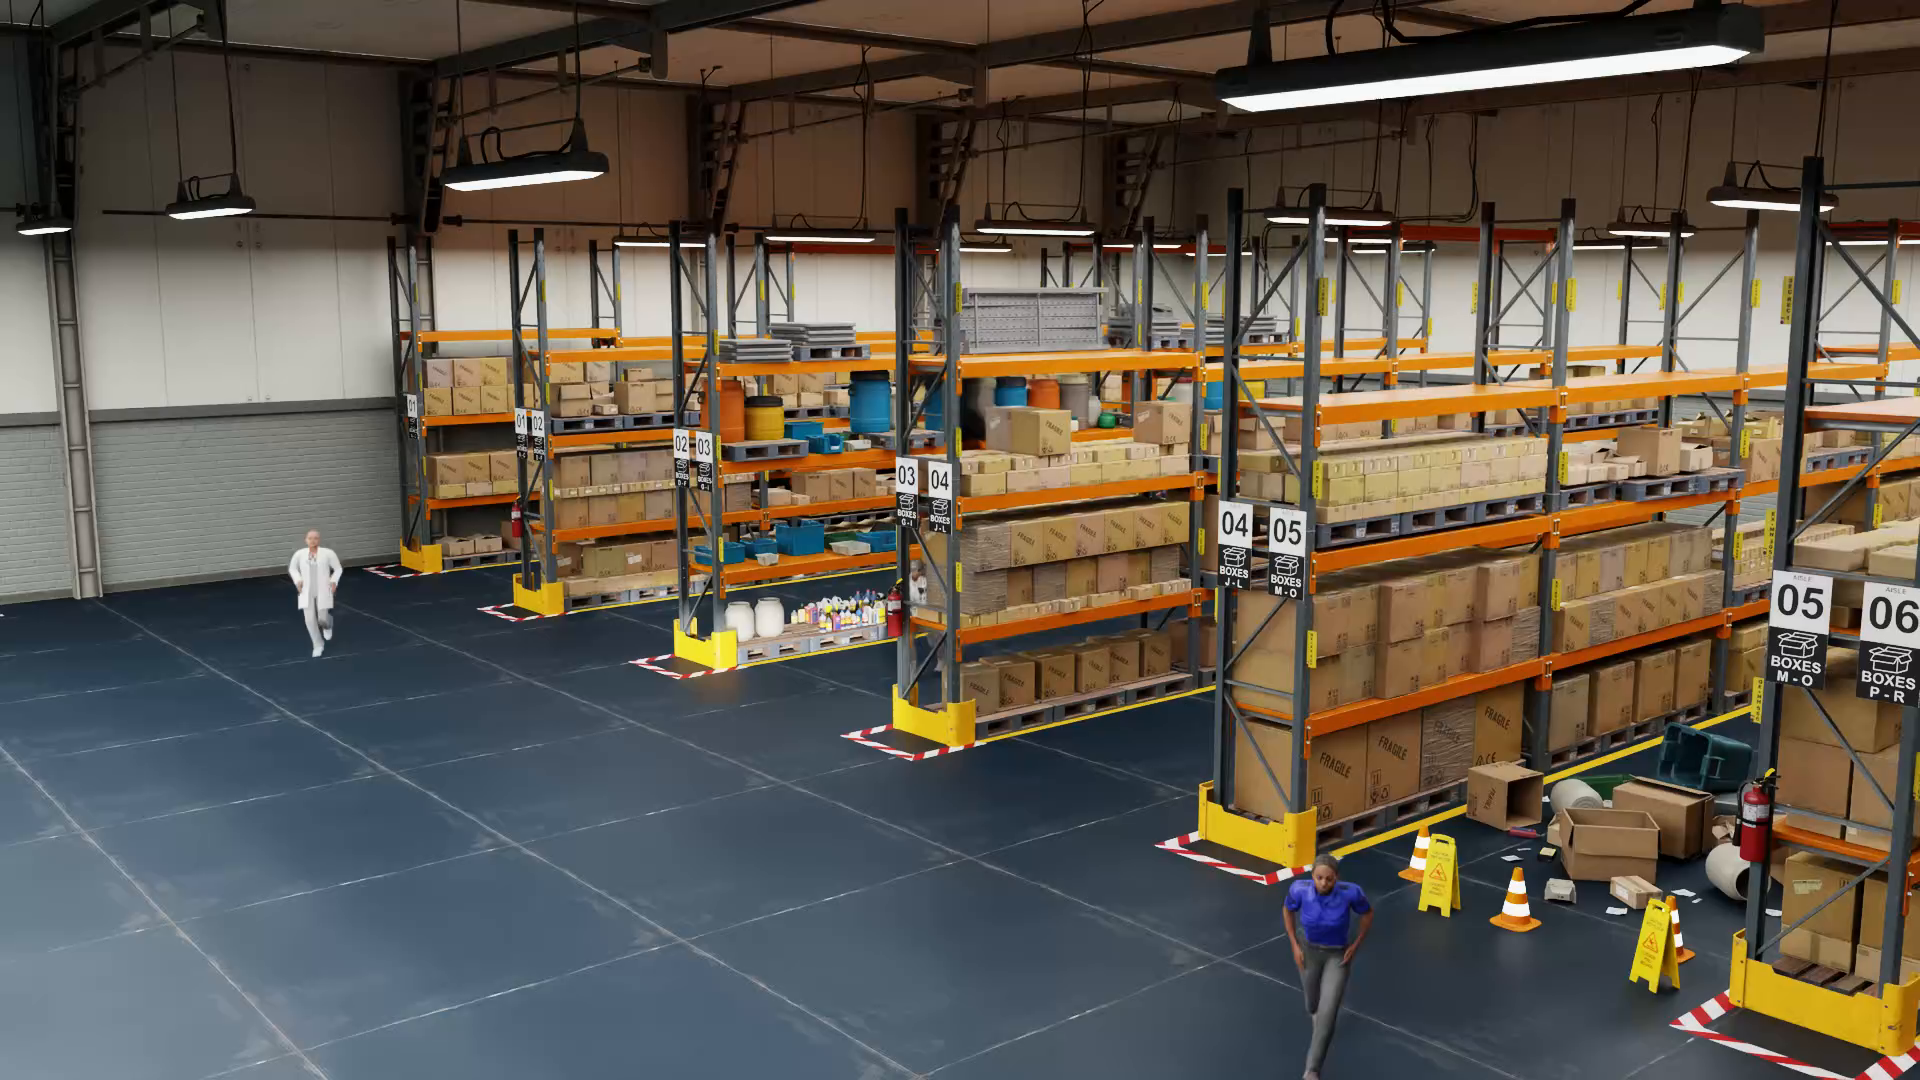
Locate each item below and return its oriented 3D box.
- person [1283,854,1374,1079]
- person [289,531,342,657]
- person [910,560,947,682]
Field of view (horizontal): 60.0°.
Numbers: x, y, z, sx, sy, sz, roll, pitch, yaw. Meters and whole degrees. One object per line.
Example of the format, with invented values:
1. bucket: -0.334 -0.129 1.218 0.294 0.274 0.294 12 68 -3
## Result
1. person: 2.409 2.757 10.990 0.554 1.587 0.889 2 9 13
2. person: -9.072 0.732 23.416 0.705 1.744 0.719 -2 9 -12
3. person: -0.447 1.039 21.870 0.631 1.683 0.900 5 10 30
